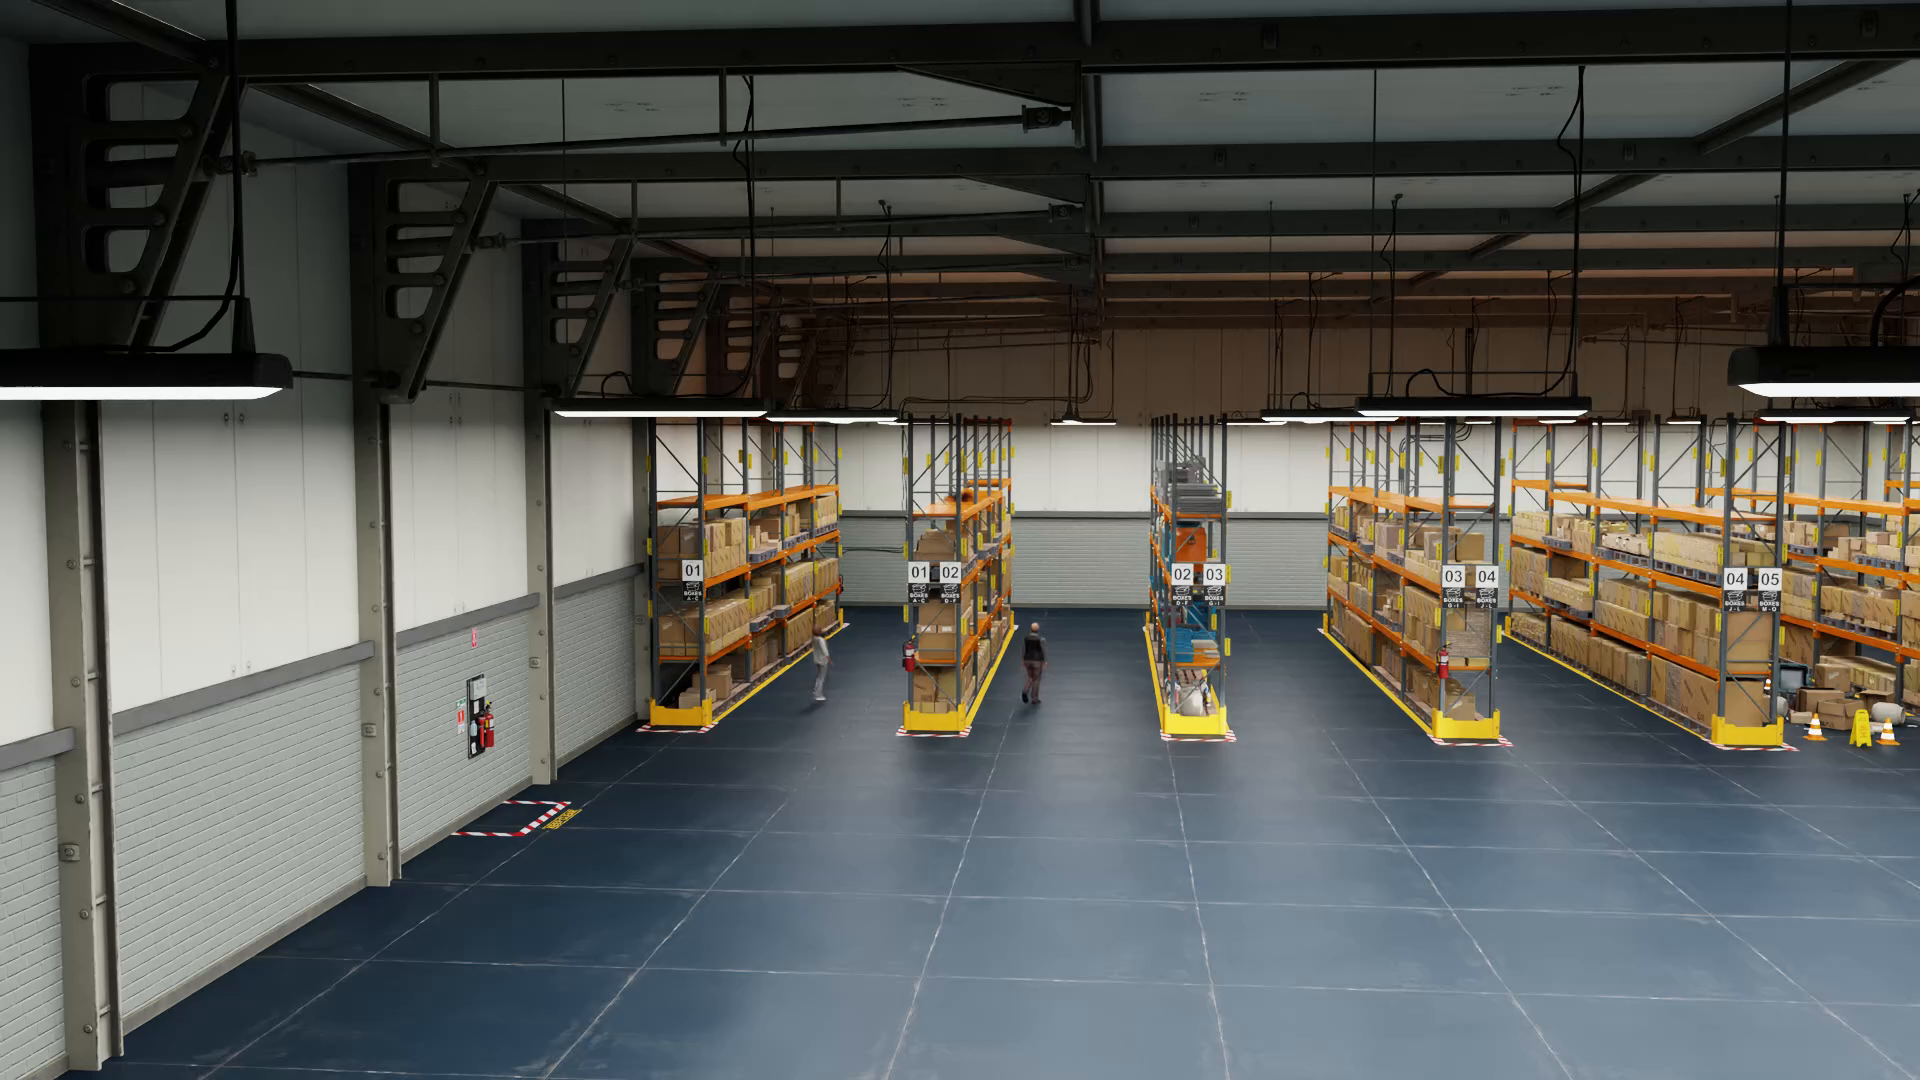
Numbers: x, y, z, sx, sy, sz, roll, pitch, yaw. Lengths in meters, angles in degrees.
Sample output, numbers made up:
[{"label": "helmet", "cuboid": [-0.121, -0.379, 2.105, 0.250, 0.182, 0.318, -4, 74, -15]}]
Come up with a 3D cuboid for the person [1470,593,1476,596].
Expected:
[{"label": "person", "cuboid": [14.198, 1.735, 46.904, 0.656, 1.711, 0.650, 1, 4, 14]}]

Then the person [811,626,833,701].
[{"label": "person", "cuboid": [-2.851, 2.592, 34.889, 0.514, 1.612, 0.494, -2, 4, -25]}]

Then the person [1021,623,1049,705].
[{"label": "person", "cuboid": [1.544, 2.594, 34.410, 0.531, 1.773, 0.583, -2, 4, -26]}]
